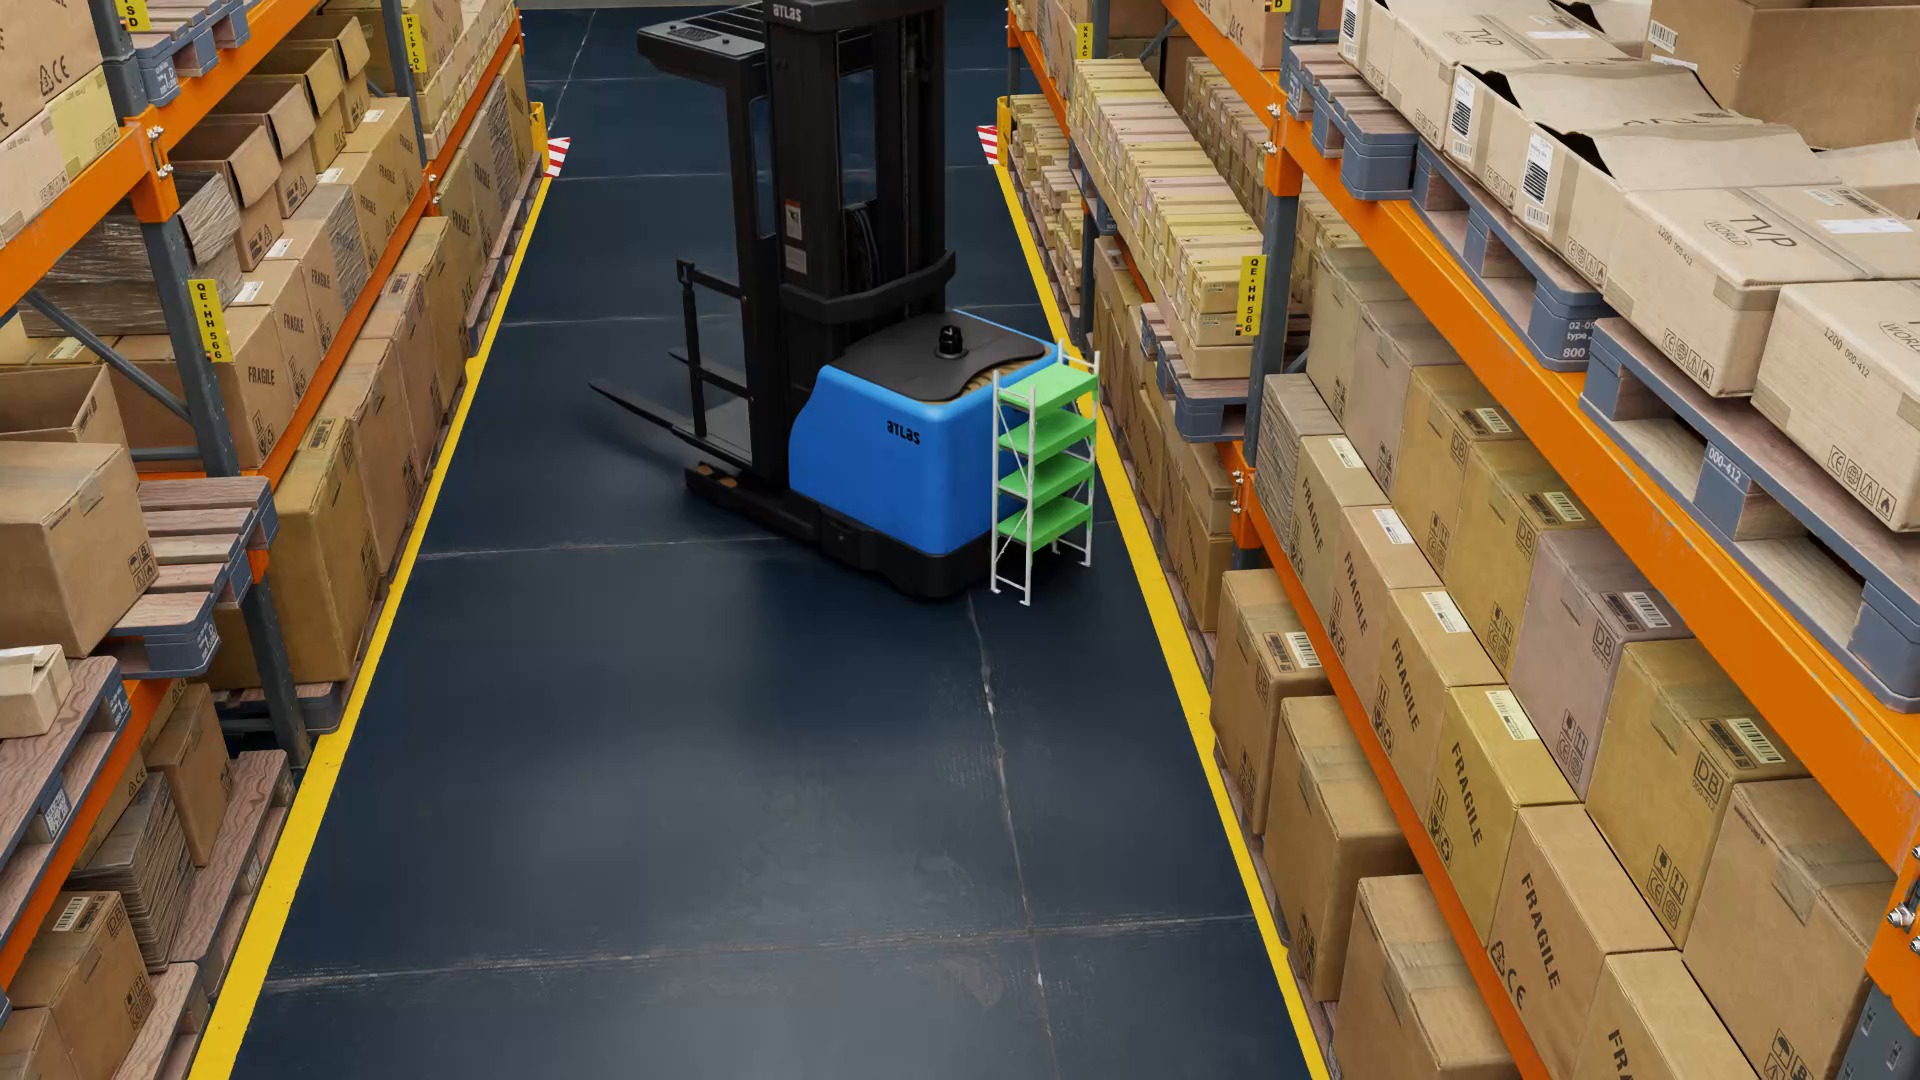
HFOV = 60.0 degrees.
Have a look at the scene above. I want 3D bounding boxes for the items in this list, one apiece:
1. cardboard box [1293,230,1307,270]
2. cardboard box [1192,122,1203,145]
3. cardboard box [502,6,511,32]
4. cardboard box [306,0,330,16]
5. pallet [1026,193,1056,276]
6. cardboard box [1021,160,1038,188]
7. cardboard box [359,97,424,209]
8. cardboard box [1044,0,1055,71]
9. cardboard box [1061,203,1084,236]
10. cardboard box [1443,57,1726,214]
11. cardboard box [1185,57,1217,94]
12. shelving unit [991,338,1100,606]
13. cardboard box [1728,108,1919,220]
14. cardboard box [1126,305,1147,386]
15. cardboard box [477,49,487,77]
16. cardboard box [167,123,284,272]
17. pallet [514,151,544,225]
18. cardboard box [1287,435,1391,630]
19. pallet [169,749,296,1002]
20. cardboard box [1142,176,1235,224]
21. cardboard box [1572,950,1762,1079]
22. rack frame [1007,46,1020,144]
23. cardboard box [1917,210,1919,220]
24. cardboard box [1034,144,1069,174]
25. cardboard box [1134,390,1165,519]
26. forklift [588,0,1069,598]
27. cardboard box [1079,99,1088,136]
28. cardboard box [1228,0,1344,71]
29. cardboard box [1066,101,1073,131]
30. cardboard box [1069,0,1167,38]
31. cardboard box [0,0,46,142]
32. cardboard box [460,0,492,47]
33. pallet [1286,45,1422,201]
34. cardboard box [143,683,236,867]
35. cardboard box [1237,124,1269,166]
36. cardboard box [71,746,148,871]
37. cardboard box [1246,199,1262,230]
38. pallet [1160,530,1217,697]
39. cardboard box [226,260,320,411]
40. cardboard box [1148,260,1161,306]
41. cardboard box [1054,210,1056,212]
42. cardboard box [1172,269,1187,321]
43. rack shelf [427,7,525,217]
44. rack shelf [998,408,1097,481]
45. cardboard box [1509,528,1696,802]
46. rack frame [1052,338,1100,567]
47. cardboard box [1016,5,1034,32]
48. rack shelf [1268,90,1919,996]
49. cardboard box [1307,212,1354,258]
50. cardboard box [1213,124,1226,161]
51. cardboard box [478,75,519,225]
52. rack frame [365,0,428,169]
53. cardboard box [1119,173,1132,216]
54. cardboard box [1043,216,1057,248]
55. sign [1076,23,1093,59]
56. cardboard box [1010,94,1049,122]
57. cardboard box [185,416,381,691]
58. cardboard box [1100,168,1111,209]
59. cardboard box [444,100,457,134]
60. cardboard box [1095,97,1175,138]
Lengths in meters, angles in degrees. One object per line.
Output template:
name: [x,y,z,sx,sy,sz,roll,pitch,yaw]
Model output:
cardboard box: [1.724,-1.356,7.641,0.380,0.149,0.250,-3,31,-4]
cardboard box: [1.534,-2.285,9.486,0.380,0.149,0.250,-3,31,-4]
cardboard box: [-3.660,-3.988,12.747,0.380,0.149,0.250,-2,31,-4]
cardboard box: [-3.982,-2.960,9.905,0.500,0.500,0.500,-2,31,-3]
pallet: [1.060,-2.307,12.407,1.003,0.211,1.213,-3,31,-5]
cardboard box: [0.682,-2.862,12.988,0.380,0.149,0.250,-2,31,-4]
cardboard box: [-3.357,-2.170,9.360,0.500,0.500,0.500,-3,31,-4]
cardboard box: [0.856,-3.462,11.233,0.500,0.500,0.500,-3,31,-5]
cardboard box: [0.889,-2.175,11.257,0.380,0.149,0.250,-3,31,-5]
cardboard box: [1.592,-1.071,4.273,0.500,0.311,0.500,-3,31,-5]
cardboard box: [1.507,-2.671,9.552,0.380,0.149,0.250,-1,31,-2]
shelving unit: [0.412,-0.325,8.124,0.258,1.200,0.503,24,38,34]
cardboard box: [2.058,-0.873,3.985,0.396,0.266,0.258,-3,31,-5]
cardboard box: [1.176,-1.046,8.872,0.500,0.250,0.500,-2,31,-3]
cardboard box: [-3.543,-3.341,11.662,0.380,0.149,0.250,-2,31,-4]
cardboard box: [-3.410,-1.491,7.245,0.797,0.503,0.637,-2,31,-3]
pallet: [-3.894,-2.793,13.221,1.003,0.211,1.213,-3,31,-5]
cardboard box: [1.472,-0.038,5.791,0.500,0.500,0.500,-3,31,-5]
pallet: [-3.228,1.286,6.392,1.003,0.211,1.213,-3,31,-5]
cardboard box: [1.055,-1.574,7.716,0.380,0.149,0.250,-3,31,-5]
cardboard box: [1.707,1.249,3.636,0.500,0.500,0.500,-3,31,-5]
rack frame: [0.901,-4.581,13.494,1.000,3.000,0.127,-3,31,-5]
cardboard box: [6.331,-1.783,10.472,0.875,0.875,0.875,-2,31,-3]
cardboard box: [0.754,-2.838,12.367,0.380,0.149,0.250,-2,31,-4]
cardboard box: [1.216,-0.462,8.626,0.500,0.500,0.500,-4,31,-7]
forklift: [-0.871,-1.611,8.588,3.031,2.935,1.130,25,39,35]
cardboard box: [0.880,-2.383,9.361,0.380,0.149,0.250,-3,31,-6]
cardboard box: [1.342,-2.107,6.329,0.500,0.500,0.500,-3,31,-5]
cardboard box: [0.882,-2.692,10.576,0.380,0.149,0.250,-4,31,-6]
cardboard box: [0.962,-3.366,10.097,0.500,0.500,0.500,-4,31,-6]
cardboard box: [-2.947,-1.363,4.596,0.500,0.500,0.500,-3,31,-5]
cardboard box: [-3.643,-3.705,11.883,0.500,0.250,0.500,-4,31,-6]
pallet: [1.761,-1.377,5.389,1.213,0.211,1.003,-1,31,-2]
cardboard box: [-3.217,0.915,6.302,0.700,0.500,0.500,-4,31,-7]
cardboard box: [1.628,-2.005,8.438,0.380,0.149,0.250,-4,31,-7]
cardboard box: [-3.147,0.863,5.658,0.500,0.250,0.500,1,31,1]
cardboard box: [1.659,-1.617,8.367,0.380,0.149,0.250,-4,31,-6]
pallet: [1.577,0.302,8.039,1.003,0.211,1.213,-3,31,-5]
cardboard box: [-3.124,-0.878,7.197,0.500,0.500,0.500,-4,31,-6]
cardboard box: [1.079,-1.184,7.643,0.380,0.149,0.250,-3,31,-5]
cardboard box: [0.875,-2.442,11.993,0.380,0.149,0.250,-4,31,-7]
cardboard box: [1.122,-1.063,7.150,0.380,0.149,0.250,-2,31,-3]
rack shelf: [-3.860,-3.065,11.658,1.077,0.370,4.000,-3,31,-5]
rack shelf: [0.412,-0.476,8.034,0.258,0.148,0.480,24,38,34]
cardboard box: [1.873,0.300,4.250,0.700,0.500,0.500,-3,31,-4]
rack frame: [0.573,-0.419,8.282,0.240,1.200,0.015,24,38,34]
cardboard box: [0.642,-4.024,12.807,0.380,0.149,0.250,-4,31,-6]
rack shelf: [1.835,-0.454,4.362,1.077,0.370,4.000,-3,31,-5]
cardboard box: [1.752,-1.332,7.310,0.380,0.149,0.250,-3,31,-5]
cardboard box: [1.585,-2.144,8.961,0.380,0.149,0.250,-4,31,-6]
cardboard box: [-3.822,-2.875,12.301,0.875,0.875,0.875,-3,31,-5]
rack frame: [-3.673,-2.353,9.764,1.000,3.000,0.127,-3,31,-5]
cardboard box: [1.002,-1.717,8.245,0.380,0.149,0.250,-3,31,-6]
cardboard box: [0.802,-2.207,11.891,0.380,0.149,0.250,-3,31,-5]
sign: [0.735,-2.880,9.803,0.100,0.325,0.005,-3,31,-5]
cardboard box: [0.612,-3.509,13.490,0.380,0.149,0.250,-4,31,-7]
cardboard box: [-3.343,0.068,7.373,1.225,0.875,0.875,-4,31,-7]
cardboard box: [0.951,-1.861,8.776,0.380,0.149,0.250,-4,31,-7]
cardboard box: [-3.419,-2.680,10.557,0.380,0.149,0.250,-2,31,-3]
cardboard box: [0.928,-2.243,8.835,0.380,0.149,0.250,-3,31,-5]
